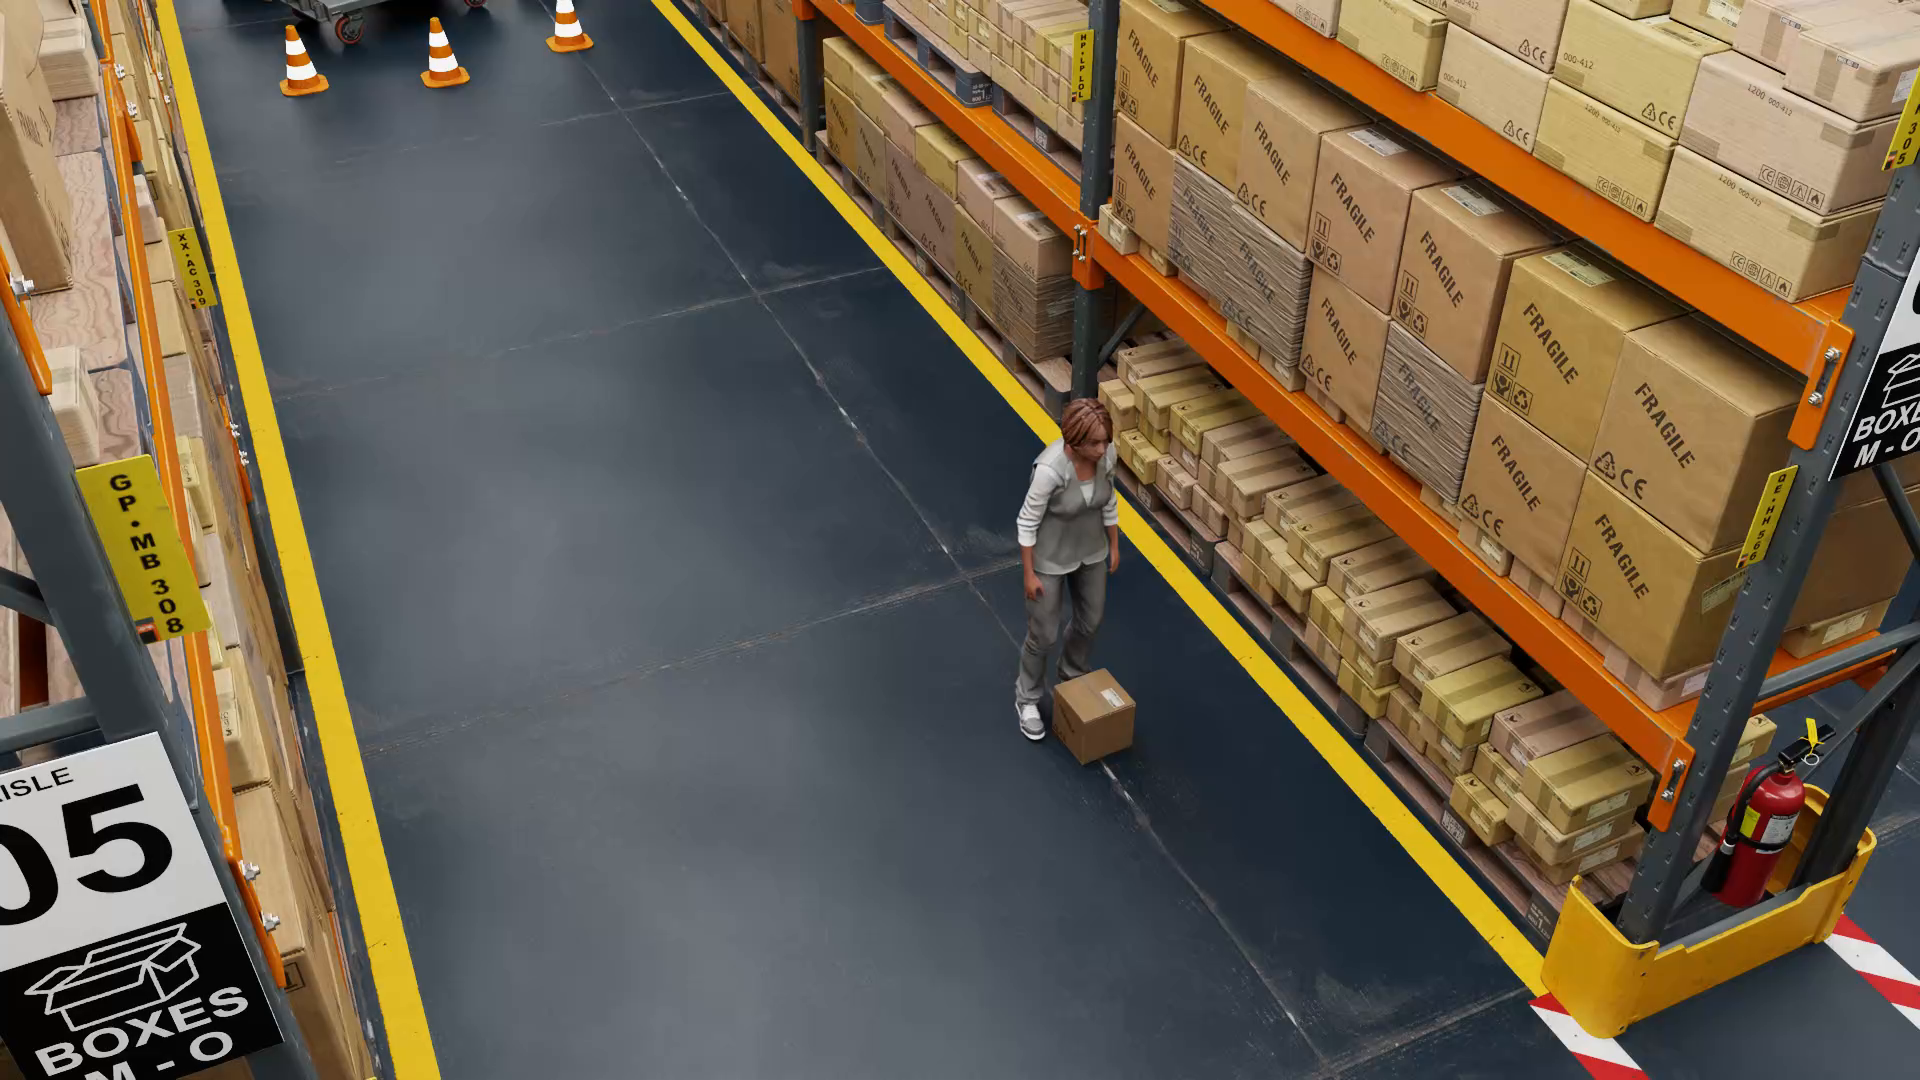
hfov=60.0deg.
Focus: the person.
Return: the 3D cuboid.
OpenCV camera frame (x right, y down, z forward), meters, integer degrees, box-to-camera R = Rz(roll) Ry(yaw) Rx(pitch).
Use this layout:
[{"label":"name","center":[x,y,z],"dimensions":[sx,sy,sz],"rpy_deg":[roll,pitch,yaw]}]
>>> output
[{"label":"person","center":[0.438,0.086,6.750],"dimensions":[0.479,1.593,0.342],"rpy_deg":[-19,42,-23]}]
